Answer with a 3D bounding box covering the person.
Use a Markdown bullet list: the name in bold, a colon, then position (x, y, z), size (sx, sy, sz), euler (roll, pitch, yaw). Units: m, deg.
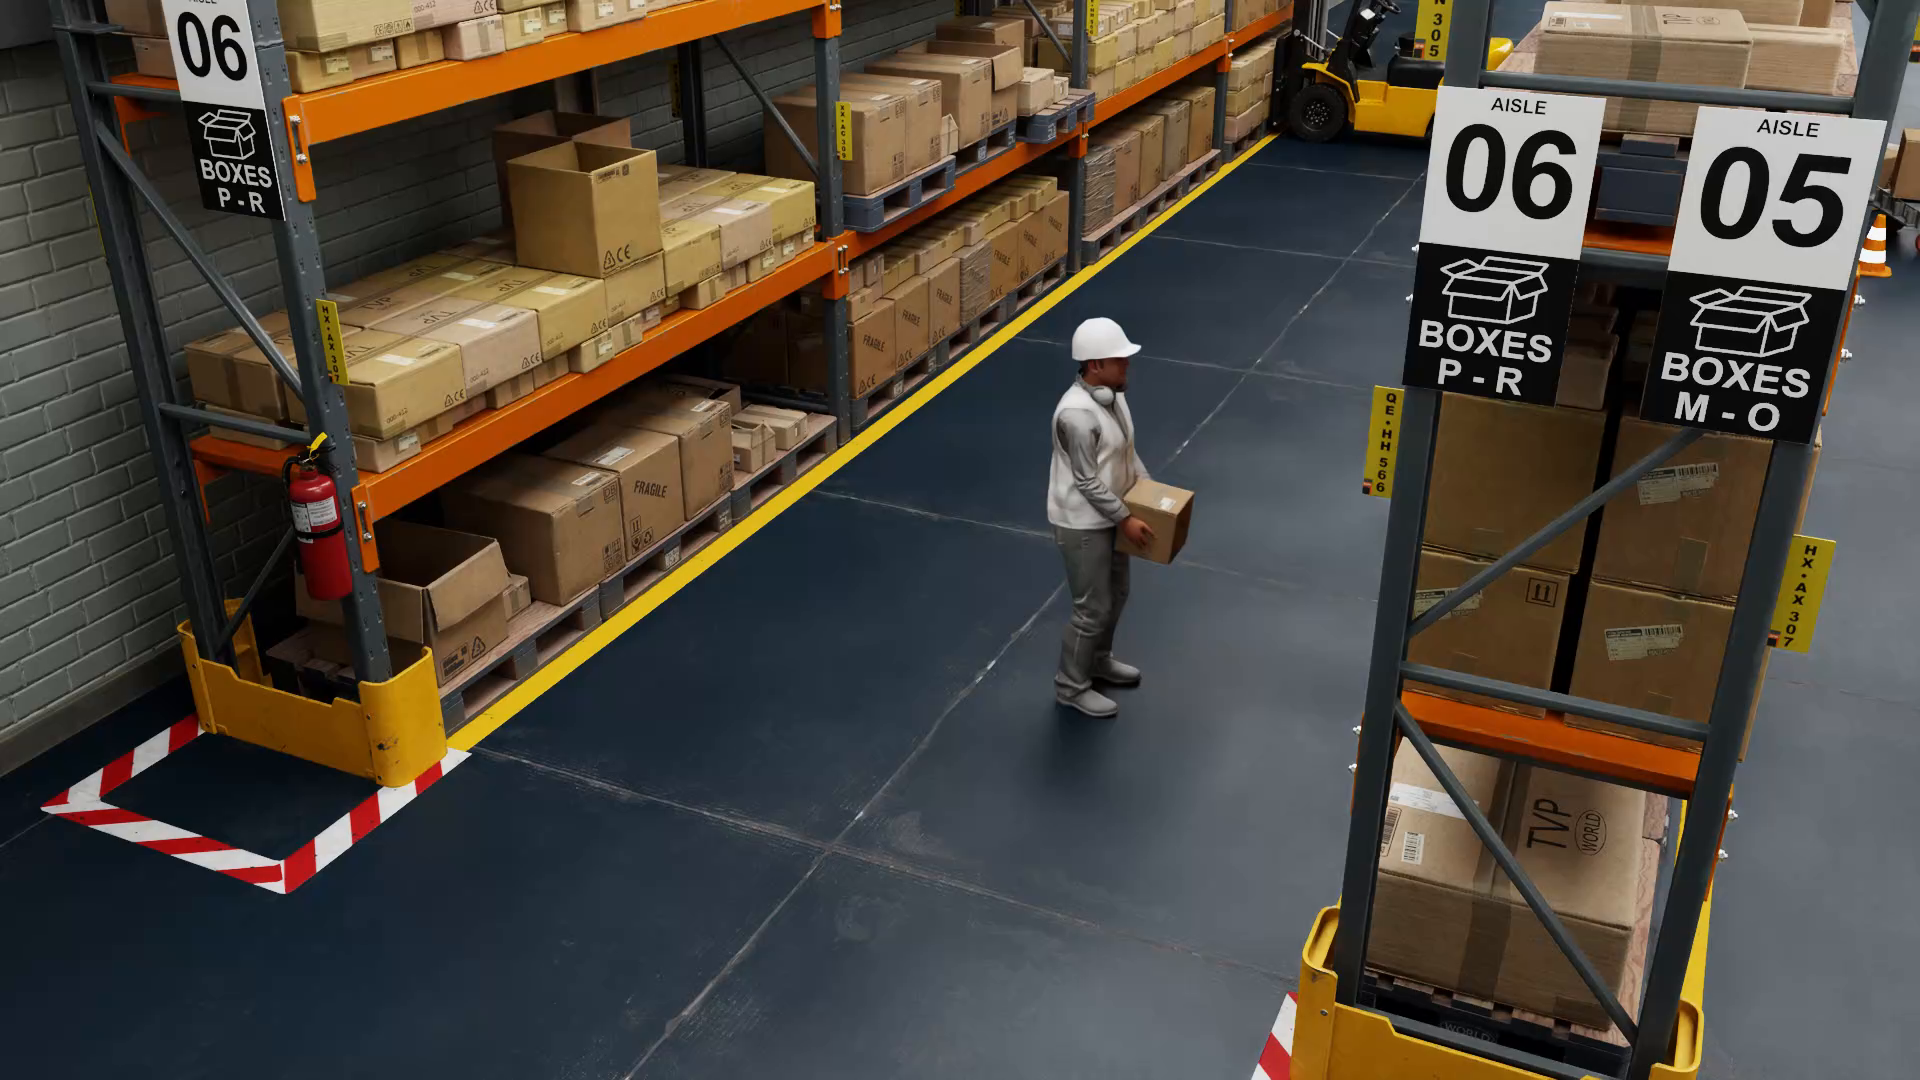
- **person**: position (0.636, -0.110, 7.300), size (0.493, 1.780, 0.542), euler (11, 28, 21)
